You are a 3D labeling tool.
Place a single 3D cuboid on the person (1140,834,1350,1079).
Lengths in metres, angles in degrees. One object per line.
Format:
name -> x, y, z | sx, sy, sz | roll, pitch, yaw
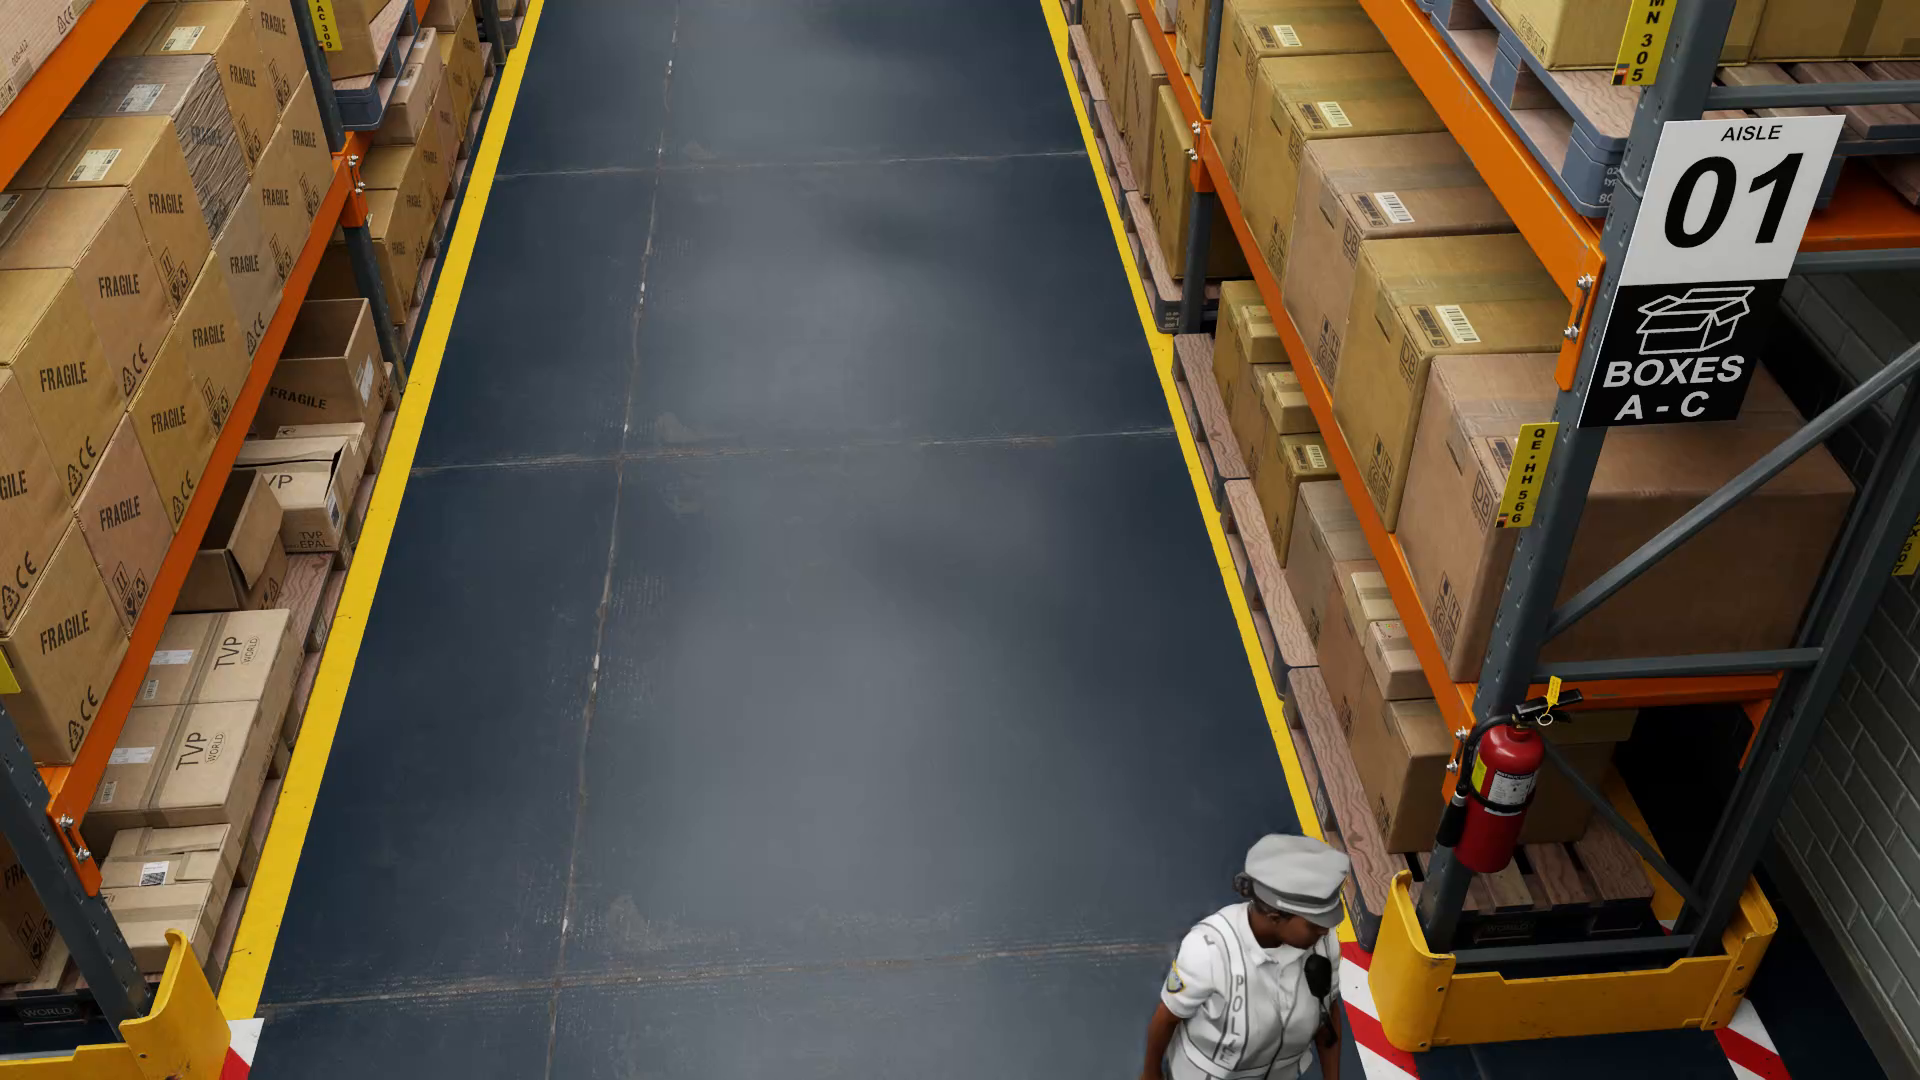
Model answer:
person -> 0.736, 1.452, 4.387 | 0.547, 1.647, 0.787 | -15, 42, -18
